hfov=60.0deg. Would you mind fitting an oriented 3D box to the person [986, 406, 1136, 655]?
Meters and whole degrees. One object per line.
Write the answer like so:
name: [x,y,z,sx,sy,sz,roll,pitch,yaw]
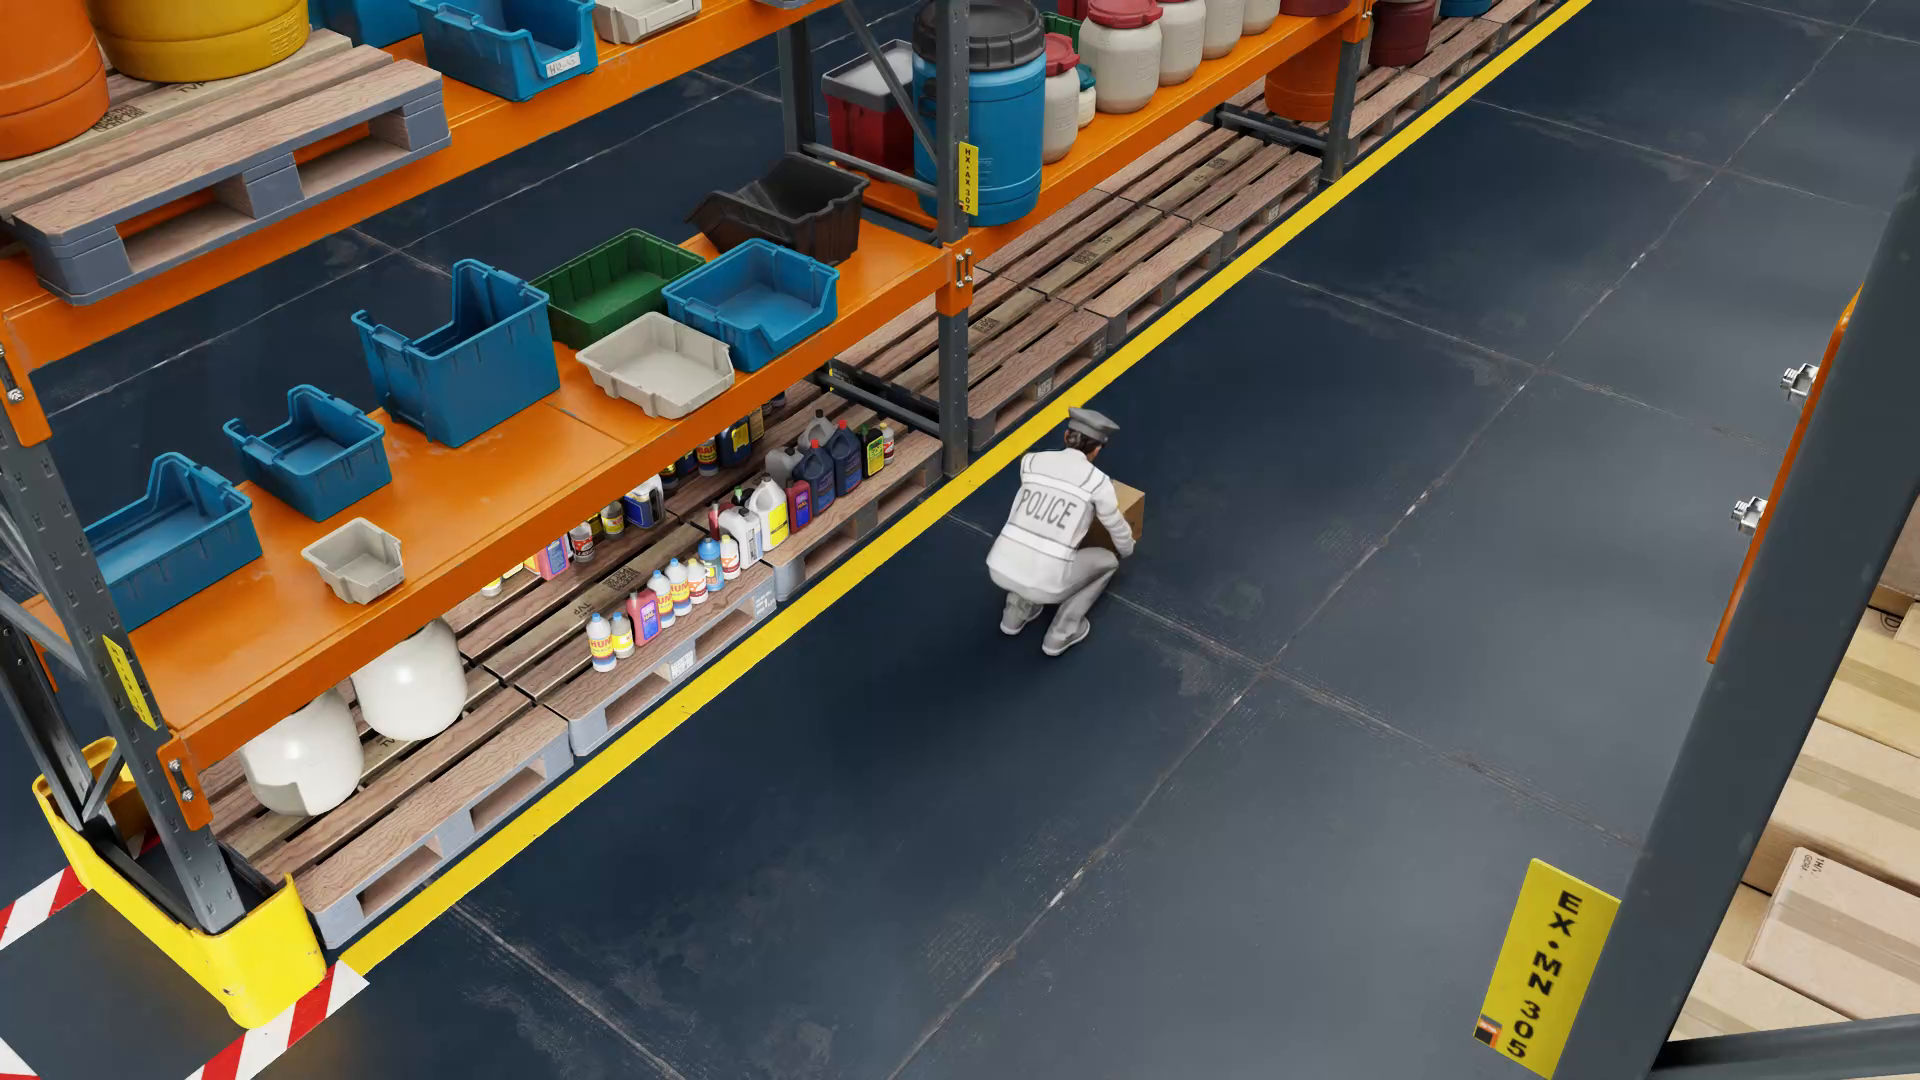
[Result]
person: [0.433,-0.047,7.229,0.495,0.967,0.826,26,46,28]
